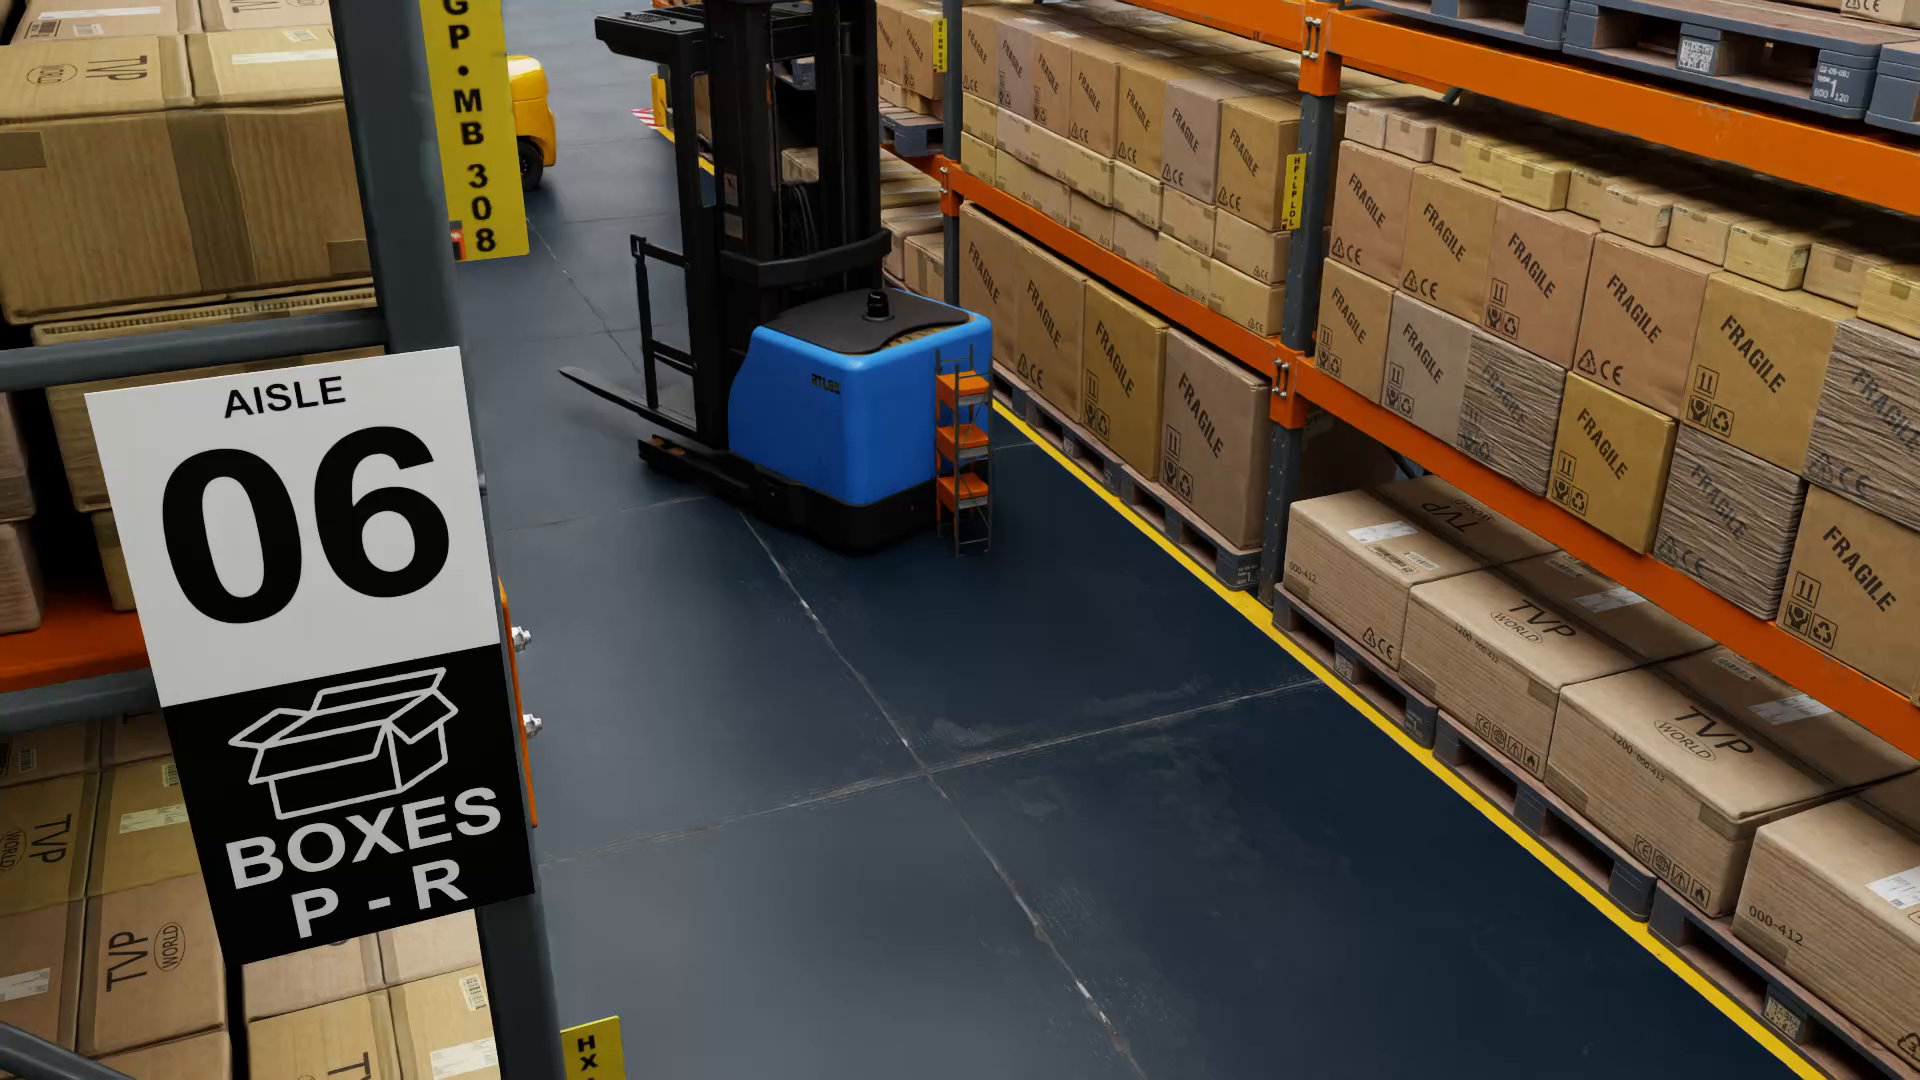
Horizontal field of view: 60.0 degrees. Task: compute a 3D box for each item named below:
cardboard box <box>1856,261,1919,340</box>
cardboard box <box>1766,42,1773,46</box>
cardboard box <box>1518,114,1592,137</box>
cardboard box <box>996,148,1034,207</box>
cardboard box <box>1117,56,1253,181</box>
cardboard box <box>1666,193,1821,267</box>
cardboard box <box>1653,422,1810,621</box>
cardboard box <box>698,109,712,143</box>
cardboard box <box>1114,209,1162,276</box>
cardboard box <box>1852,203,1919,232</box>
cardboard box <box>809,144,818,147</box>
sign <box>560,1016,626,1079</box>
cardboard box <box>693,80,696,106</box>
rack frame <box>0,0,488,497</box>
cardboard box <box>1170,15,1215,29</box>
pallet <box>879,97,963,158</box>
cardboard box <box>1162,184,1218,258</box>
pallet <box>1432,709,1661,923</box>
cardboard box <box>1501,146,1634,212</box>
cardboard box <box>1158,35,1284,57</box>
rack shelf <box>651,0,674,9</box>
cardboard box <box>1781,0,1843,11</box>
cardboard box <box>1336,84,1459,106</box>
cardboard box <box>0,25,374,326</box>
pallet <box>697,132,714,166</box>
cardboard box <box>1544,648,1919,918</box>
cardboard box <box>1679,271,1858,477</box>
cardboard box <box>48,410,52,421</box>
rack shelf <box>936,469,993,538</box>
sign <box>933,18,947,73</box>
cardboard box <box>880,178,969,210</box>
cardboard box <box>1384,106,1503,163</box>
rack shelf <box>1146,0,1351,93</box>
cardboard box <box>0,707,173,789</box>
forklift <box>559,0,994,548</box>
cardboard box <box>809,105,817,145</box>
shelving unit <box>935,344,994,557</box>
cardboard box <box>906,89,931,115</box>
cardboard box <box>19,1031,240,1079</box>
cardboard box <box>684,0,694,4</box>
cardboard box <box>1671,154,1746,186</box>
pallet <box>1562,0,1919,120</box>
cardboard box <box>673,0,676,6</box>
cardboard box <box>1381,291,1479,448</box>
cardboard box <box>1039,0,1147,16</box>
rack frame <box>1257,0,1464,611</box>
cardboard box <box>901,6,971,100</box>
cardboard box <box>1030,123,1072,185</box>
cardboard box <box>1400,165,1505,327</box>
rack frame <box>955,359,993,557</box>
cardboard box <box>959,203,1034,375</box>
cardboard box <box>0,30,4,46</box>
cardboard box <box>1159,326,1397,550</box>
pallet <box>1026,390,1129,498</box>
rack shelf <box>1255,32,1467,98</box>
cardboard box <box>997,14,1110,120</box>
[{"bbox_3d":[2.820,-0.693,4.758,0.380,0.149,0.250,-10,28,-19],"label":"cardboard box"},{"bbox_3d":[5.407,-3.214,11.044,0.380,0.149,0.250,-10,28,-19],"label":"cardboard box"},{"bbox_3d":[2.445,-1.604,6.623,0.380,0.149,0.250,-11,28,-21],"label":"cardboard box"},{"bbox_3d":[0.550,-2.217,10.044,0.500,0.250,0.500,-11,28,-22],"label":"cardboard box"},{"bbox_3d":[1.144,-2.162,8.506,0.500,0.500,0.500,-10,28,-19],"label":"cardboard box"},{"bbox_3d":[2.545,-1.011,5.410,0.380,0.149,0.250,-10,28,-19],"label":"cardboard box"},{"bbox_3d":[2.680,-0.106,5.434,0.500,0.500,0.500,-10,28,-19],"label":"cardboard box"},{"bbox_3d":[-2.280,-4.114,16.413,0.500,0.250,0.500,-9,27,-17],"label":"cardboard box"},{"bbox_3d":[1.153,-1.598,8.776,0.500,0.250,0.500,-11,28,-22],"label":"cardboard box"},{"bbox_3d":[3.127,-1.003,5.393,0.380,0.149,0.250,-10,28,-20],"label":"cardboard box"},{"bbox_3d":[-1.176,-3.582,15.324,0.500,0.250,0.500,-12,28,-23],"label":"cardboard box"},{"bbox_3d":[-0.561,0.872,2.559,0.100,0.325,0.005,-11,28,-21],"label":"sign"},{"bbox_3d":[-2.480,-4.657,16.669,0.500,0.500,0.500,-12,28,-23],"label":"cardboard box"},{"bbox_3d":[-1.060,-1.342,1.242,1.000,3.000,0.127,-11,28,-21],"label":"rack frame"},{"bbox_3d":[2.783,-5.099,17.718,0.875,0.875,0.875,-10,28,-20],"label":"cardboard box"},{"bbox_3d":[-0.004,-2.913,11.516,1.213,0.211,1.003,-11,28,-21],"label":"pallet"},{"bbox_3d":[1.341,-1.609,8.228,0.500,0.250,0.500,-10,28,-19],"label":"cardboard box"},{"bbox_3d":[2.647,0.952,6.560,1.003,0.211,1.213,-11,28,-21],"label":"pallet"},{"bbox_3d":[2.197,-1.309,6.019,0.380,0.149,0.250,-11,28,-22],"label":"cardboard box"},{"bbox_3d":[1.405,-2.447,9.090,0.500,0.500,0.500,-11,28,-21],"label":"cardboard box"},{"bbox_3d":[-1.977,-4.829,16.041,1.077,0.370,4.000,-11,28,-21],"label":"rack shelf"},{"bbox_3d":[2.854,-1.966,5.233,0.500,0.500,0.500,-10,28,-20],"label":"cardboard box"},{"bbox_3d":[2.032,-1.836,7.839,0.500,0.500,0.500,-10,28,-20],"label":"cardboard box"},{"bbox_3d":[-1.003,-0.507,2.213,0.500,0.250,0.500,-11,28,-21],"label":"cardboard box"},{"bbox_3d":[-1.971,-3.850,16.395,1.003,0.211,1.213,-11,28,-21],"label":"pallet"},{"bbox_3d":[2.789,0.845,6.042,0.875,0.438,0.875,-10,28,-19],"label":"cardboard box"},{"bbox_3d":[2.676,-0.554,5.213,0.500,0.500,0.500,-11,28,-21],"label":"cardboard box"},{"bbox_3d":[-1.694,-0.288,2.788,0.380,0.149,0.250,-12,28,-22],"label":"cardboard box"},{"bbox_3d":[0.021,-0.191,8.602,0.215,0.259,0.240,-11,28,-21],"label":"rack shelf"},{"bbox_3d":[-0.123,-3.118,10.487,0.100,0.325,0.005,-11,28,-21],"label":"sign"},{"bbox_3d":[-0.427,-2.571,13.114,0.950,0.372,0.625,-10,28,-19],"label":"cardboard box"},{"bbox_3d":[1.939,-1.628,6.673,0.380,0.149,0.250,-10,28,-20],"label":"cardboard box"},{"bbox_3d":[1.156,-2.947,8.768,1.077,0.370,4.000,-11,28,-21],"label":"rack shelf"},{"bbox_3d":[-2.079,0.527,4.083,0.500,0.250,0.500,-11,28,-21],"label":"cardboard box"},{"bbox_3d":[-1.212,-1.821,9.139,3.031,2.935,1.130,24,35,39],"label":"forklift"},{"bbox_3d":[-1.176,-3.919,15.159,0.500,0.500,0.500,-9,27,-18],"label":"cardboard box"},{"bbox_3d":[0.021,-0.450,8.475,0.215,1.050,0.252,-11,28,-21],"label":"shelving unit"},{"bbox_3d":[-0.143,-2.993,11.270,0.380,0.149,0.250,-10,28,-20],"label":"cardboard box"},{"bbox_3d":[-1.484,1.148,2.812,0.500,0.250,0.500,-10,28,-19],"label":"cardboard box"},{"bbox_3d":[-2.423,-5.485,16.113,0.500,0.500,0.500,-11,28,-22],"label":"cardboard box"},{"bbox_3d":[2.795,-1.304,6.010,0.380,0.149,0.250,-11,28,-22],"label":"cardboard box"},{"bbox_3d":[2.724,-1.599,5.289,1.003,0.211,1.213,-11,28,-21],"label":"pallet"},{"bbox_3d":[-2.676,-5.453,16.787,0.380,0.149,0.250,-12,28,-22],"label":"cardboard box"},{"bbox_3d":[2.076,-0.722,6.695,0.500,0.500,0.500,-10,28,-20],"label":"cardboard box"},{"bbox_3d":[0.816,-3.060,10.346,0.500,0.500,0.500,-11,28,-22],"label":"cardboard box"},{"bbox_3d":[1.939,-1.115,7.615,1.000,3.000,0.127,-11,28,-21],"label":"rack frame"},{"bbox_3d":[-0.061,-3.233,11.021,0.500,0.500,0.500,-11,28,-22],"label":"cardboard box"},{"bbox_3d":[0.729,-2.228,9.496,0.500,0.250,0.500,-11,28,-21],"label":"cardboard box"},{"bbox_3d":[2.095,-1.171,6.475,0.500,0.500,0.500,-11,28,-21],"label":"cardboard box"},{"bbox_3d":[0.069,-0.401,8.375,0.200,1.050,0.008,-11,28,-21],"label":"rack frame"},{"bbox_3d":[0.567,-1.671,10.696,0.875,0.875,0.875,-11,28,-21],"label":"cardboard box"},{"bbox_3d":[-1.694,-0.626,2.457,0.500,0.250,0.500,-11,28,-22],"label":"cardboard box"},{"bbox_3d":[1.623,-0.586,8.474,0.875,0.875,0.875,-10,28,-19],"label":"cardboard box"},{"bbox_3d":[1.086,-0.654,9.849,1.003,0.211,1.213,-11,28,-21],"label":"pallet"},{"bbox_3d":[4.105,-4.105,14.559,1.077,0.370,4.000,-11,28,-21],"label":"rack shelf"},{"bbox_3d":[0.544,-2.784,9.781,0.500,0.500,0.500,-10,28,-20],"label":"cardboard box"}]
